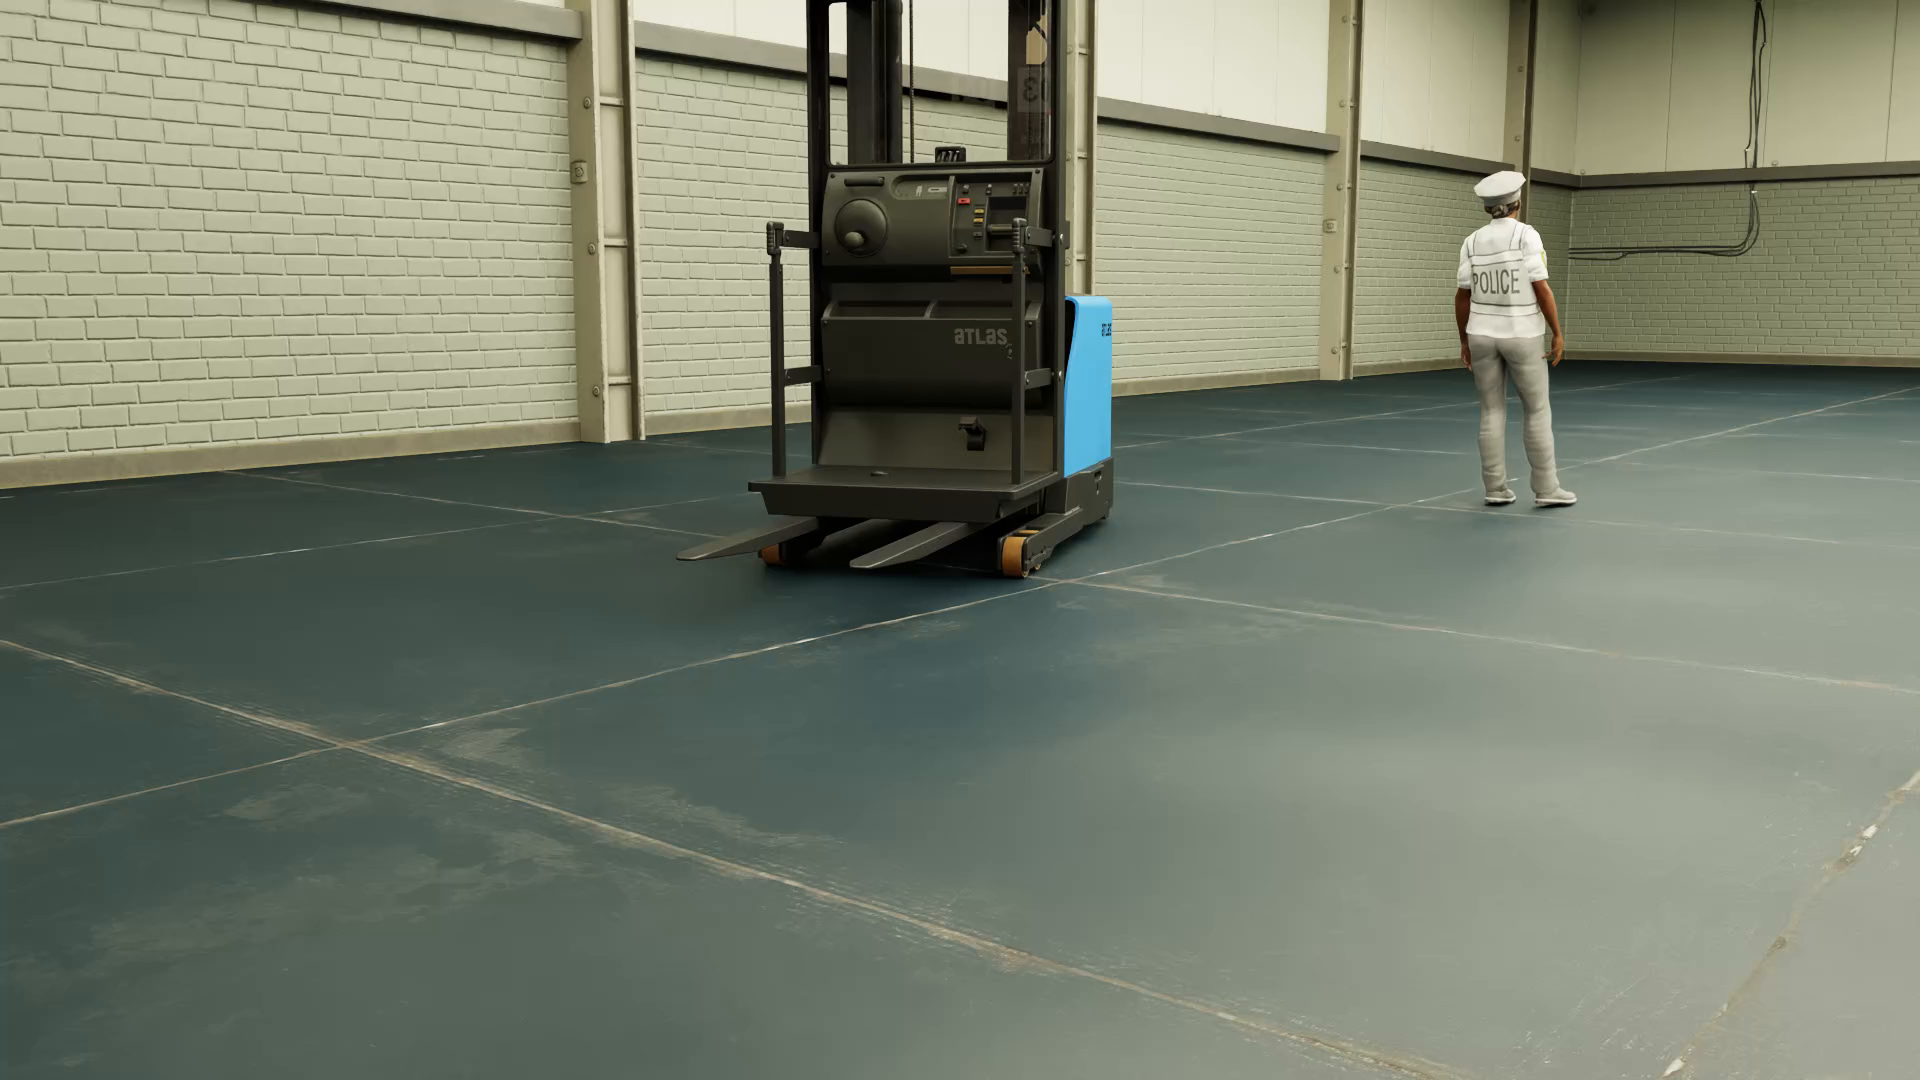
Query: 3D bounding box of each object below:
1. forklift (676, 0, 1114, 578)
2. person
[{"bbox_3d":[-0.176,-1.366,6.616,1.130,2.935,3.031,3,9,17],"label":"forklift"},{"bbox_3d":[2.851,-1.031,8.544,0.570,1.695,0.530,7,11,41],"label":"person"}]
